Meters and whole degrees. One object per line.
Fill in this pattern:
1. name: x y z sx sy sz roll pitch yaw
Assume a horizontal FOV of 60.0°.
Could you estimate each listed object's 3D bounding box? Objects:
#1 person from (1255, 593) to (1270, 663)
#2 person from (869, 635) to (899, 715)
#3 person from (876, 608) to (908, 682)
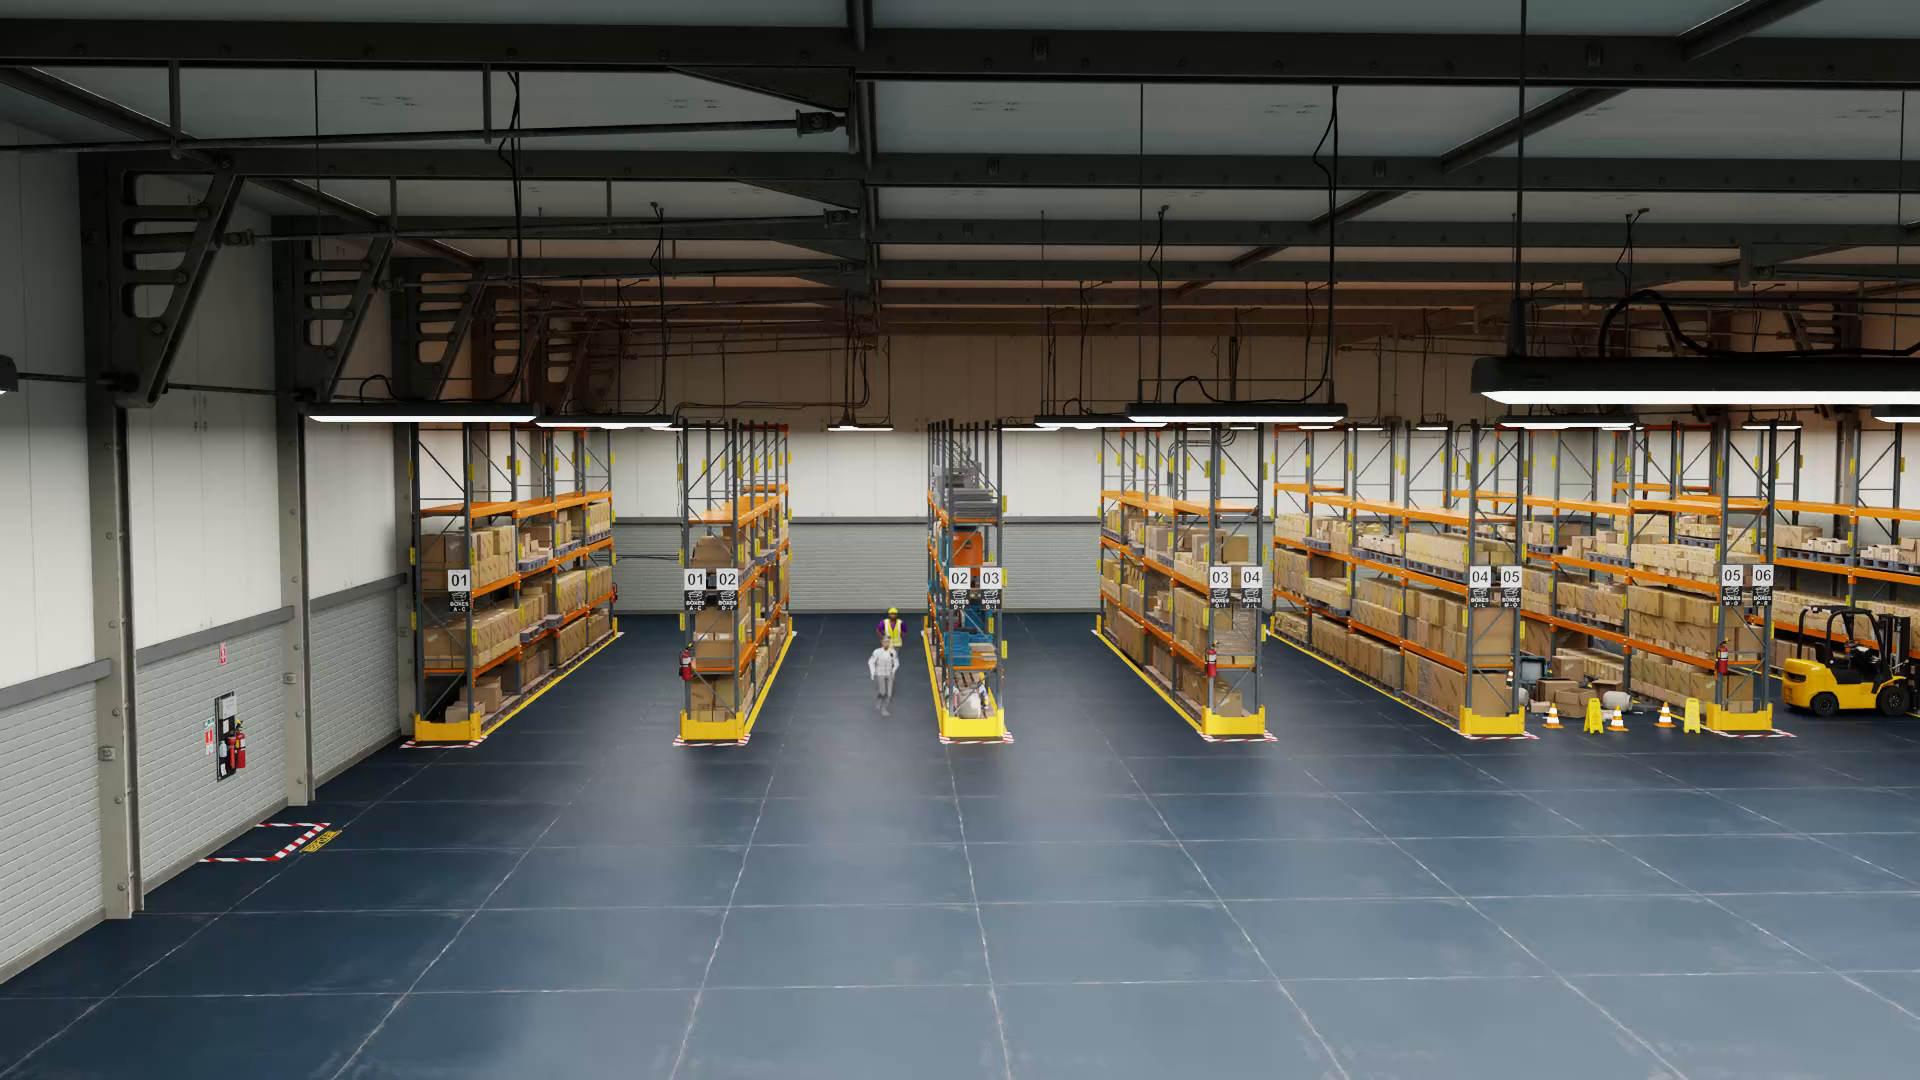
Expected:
1. person: 7.500 2.148 41.901 0.690 1.771 1.042 0 4 -8
2. person: -1.518 2.746 33.714 0.602 1.645 0.575 -1 4 -14
3. person: -1.521 2.440 37.639 0.672 1.825 0.763 -1 4 -12
